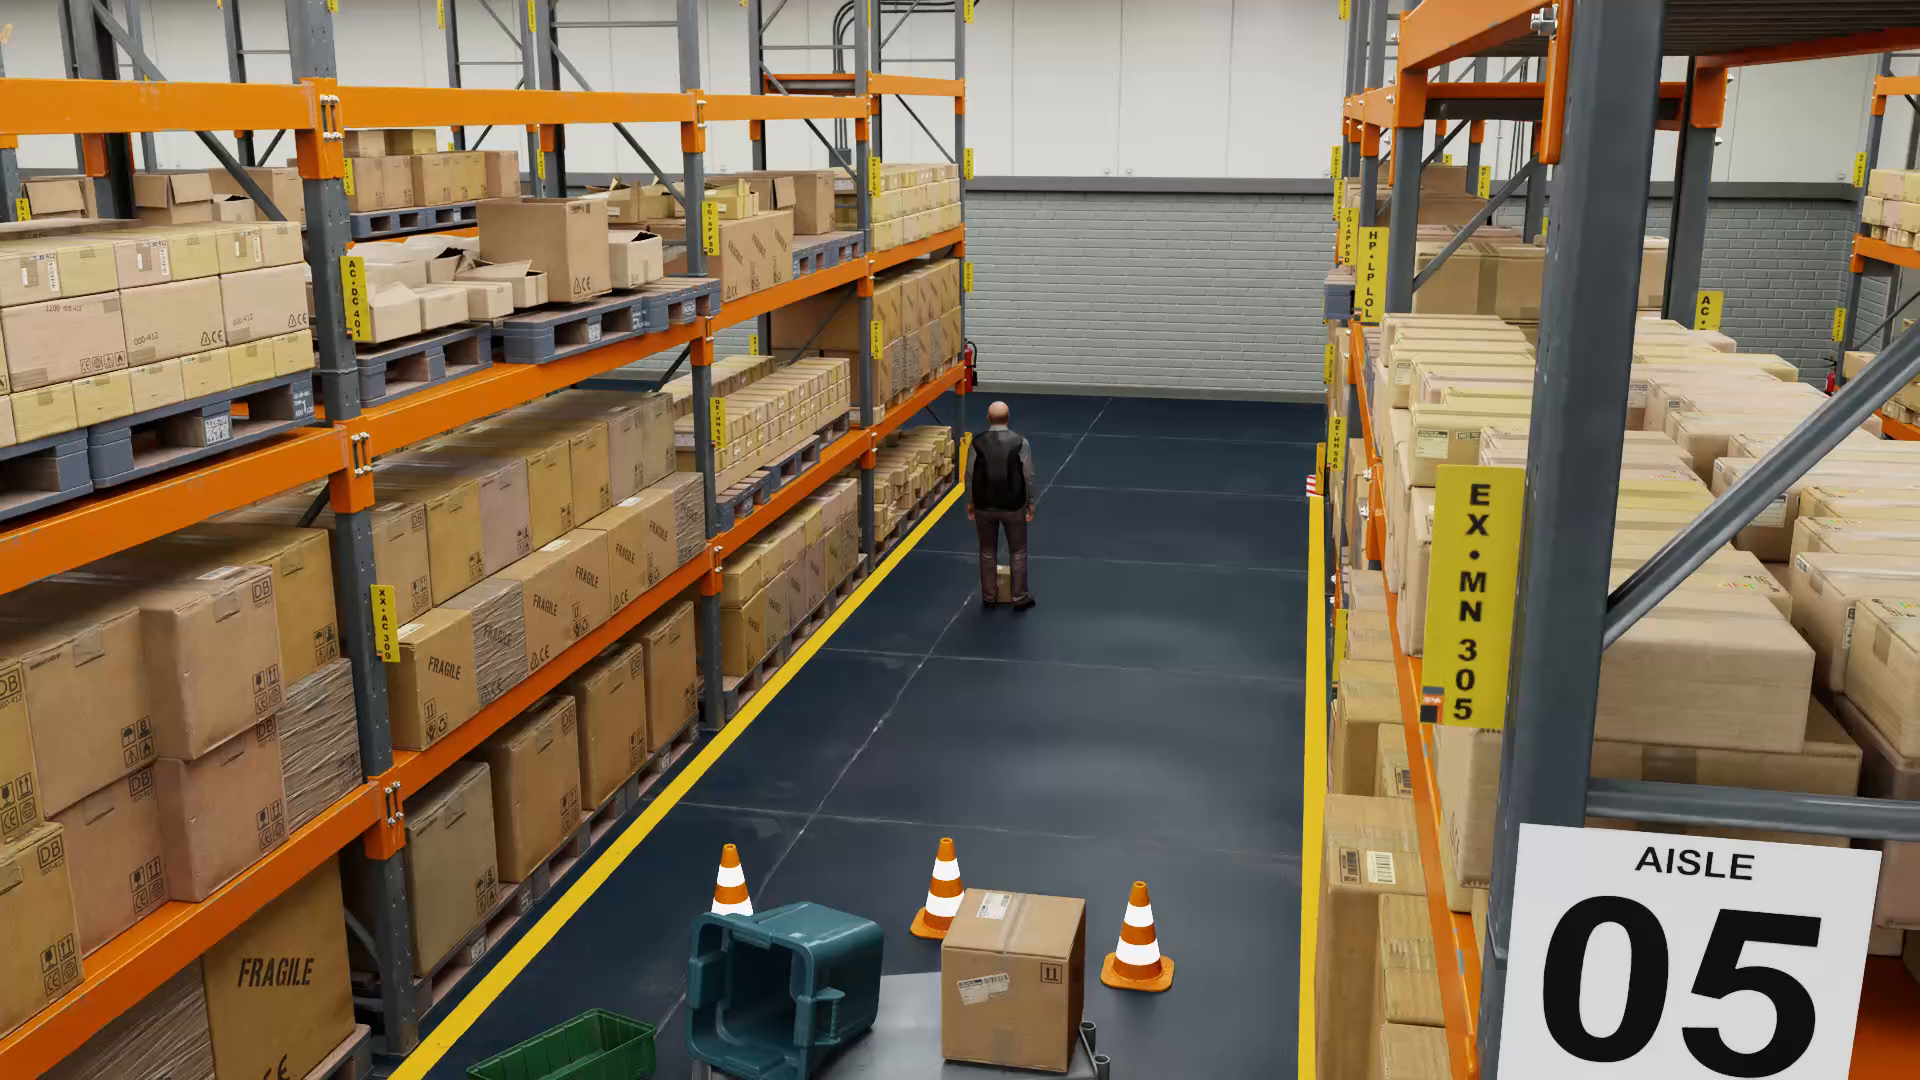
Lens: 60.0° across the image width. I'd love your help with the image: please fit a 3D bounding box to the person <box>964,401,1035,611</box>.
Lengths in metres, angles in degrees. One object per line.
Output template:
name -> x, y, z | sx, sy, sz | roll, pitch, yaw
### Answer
person -> 0.329, -0.277, 13.627 | 0.583, 1.719, 0.475 | 2, 15, 8
